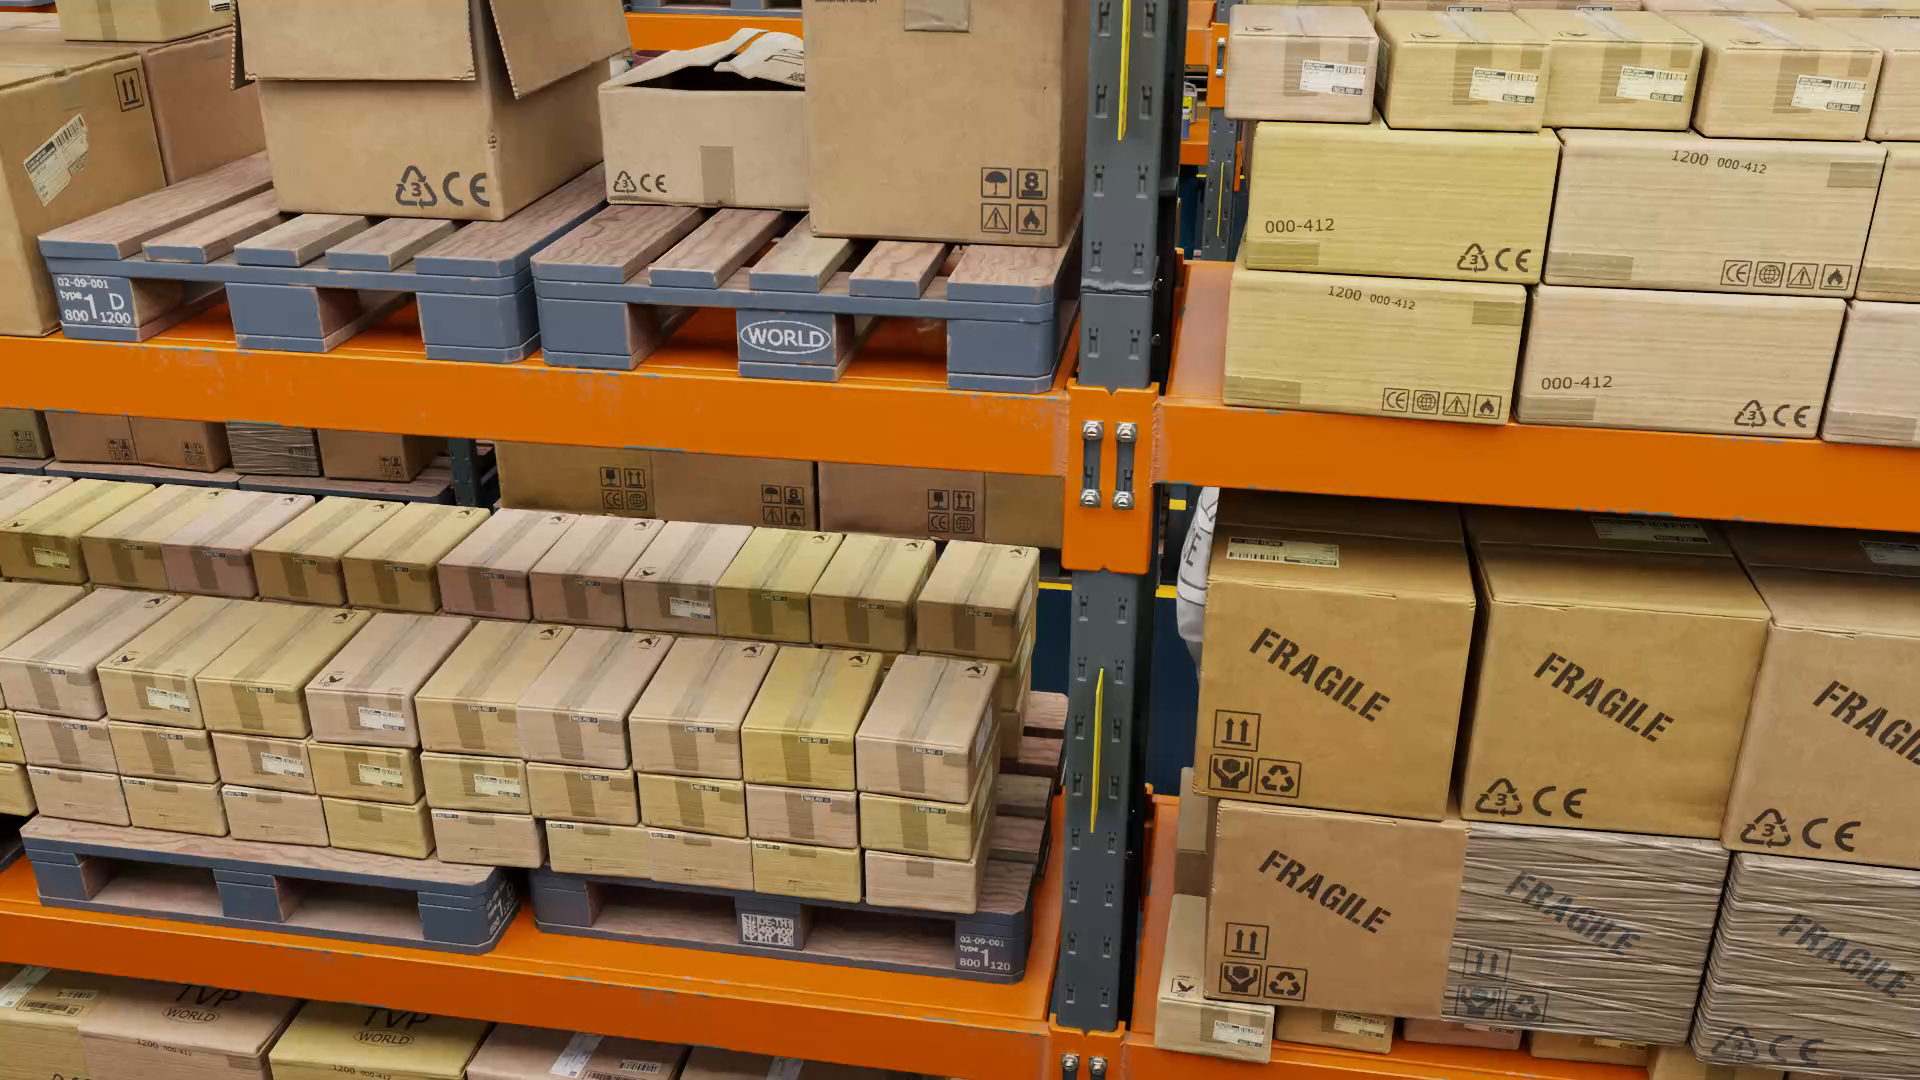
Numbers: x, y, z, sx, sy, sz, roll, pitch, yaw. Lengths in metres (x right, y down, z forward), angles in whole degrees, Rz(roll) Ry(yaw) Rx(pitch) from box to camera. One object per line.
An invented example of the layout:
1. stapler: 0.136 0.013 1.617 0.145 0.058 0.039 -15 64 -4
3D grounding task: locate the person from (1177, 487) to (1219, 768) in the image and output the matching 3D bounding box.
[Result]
1. person: 1.048 0.318 6.411 0.432 1.746 0.585 4 25 8
